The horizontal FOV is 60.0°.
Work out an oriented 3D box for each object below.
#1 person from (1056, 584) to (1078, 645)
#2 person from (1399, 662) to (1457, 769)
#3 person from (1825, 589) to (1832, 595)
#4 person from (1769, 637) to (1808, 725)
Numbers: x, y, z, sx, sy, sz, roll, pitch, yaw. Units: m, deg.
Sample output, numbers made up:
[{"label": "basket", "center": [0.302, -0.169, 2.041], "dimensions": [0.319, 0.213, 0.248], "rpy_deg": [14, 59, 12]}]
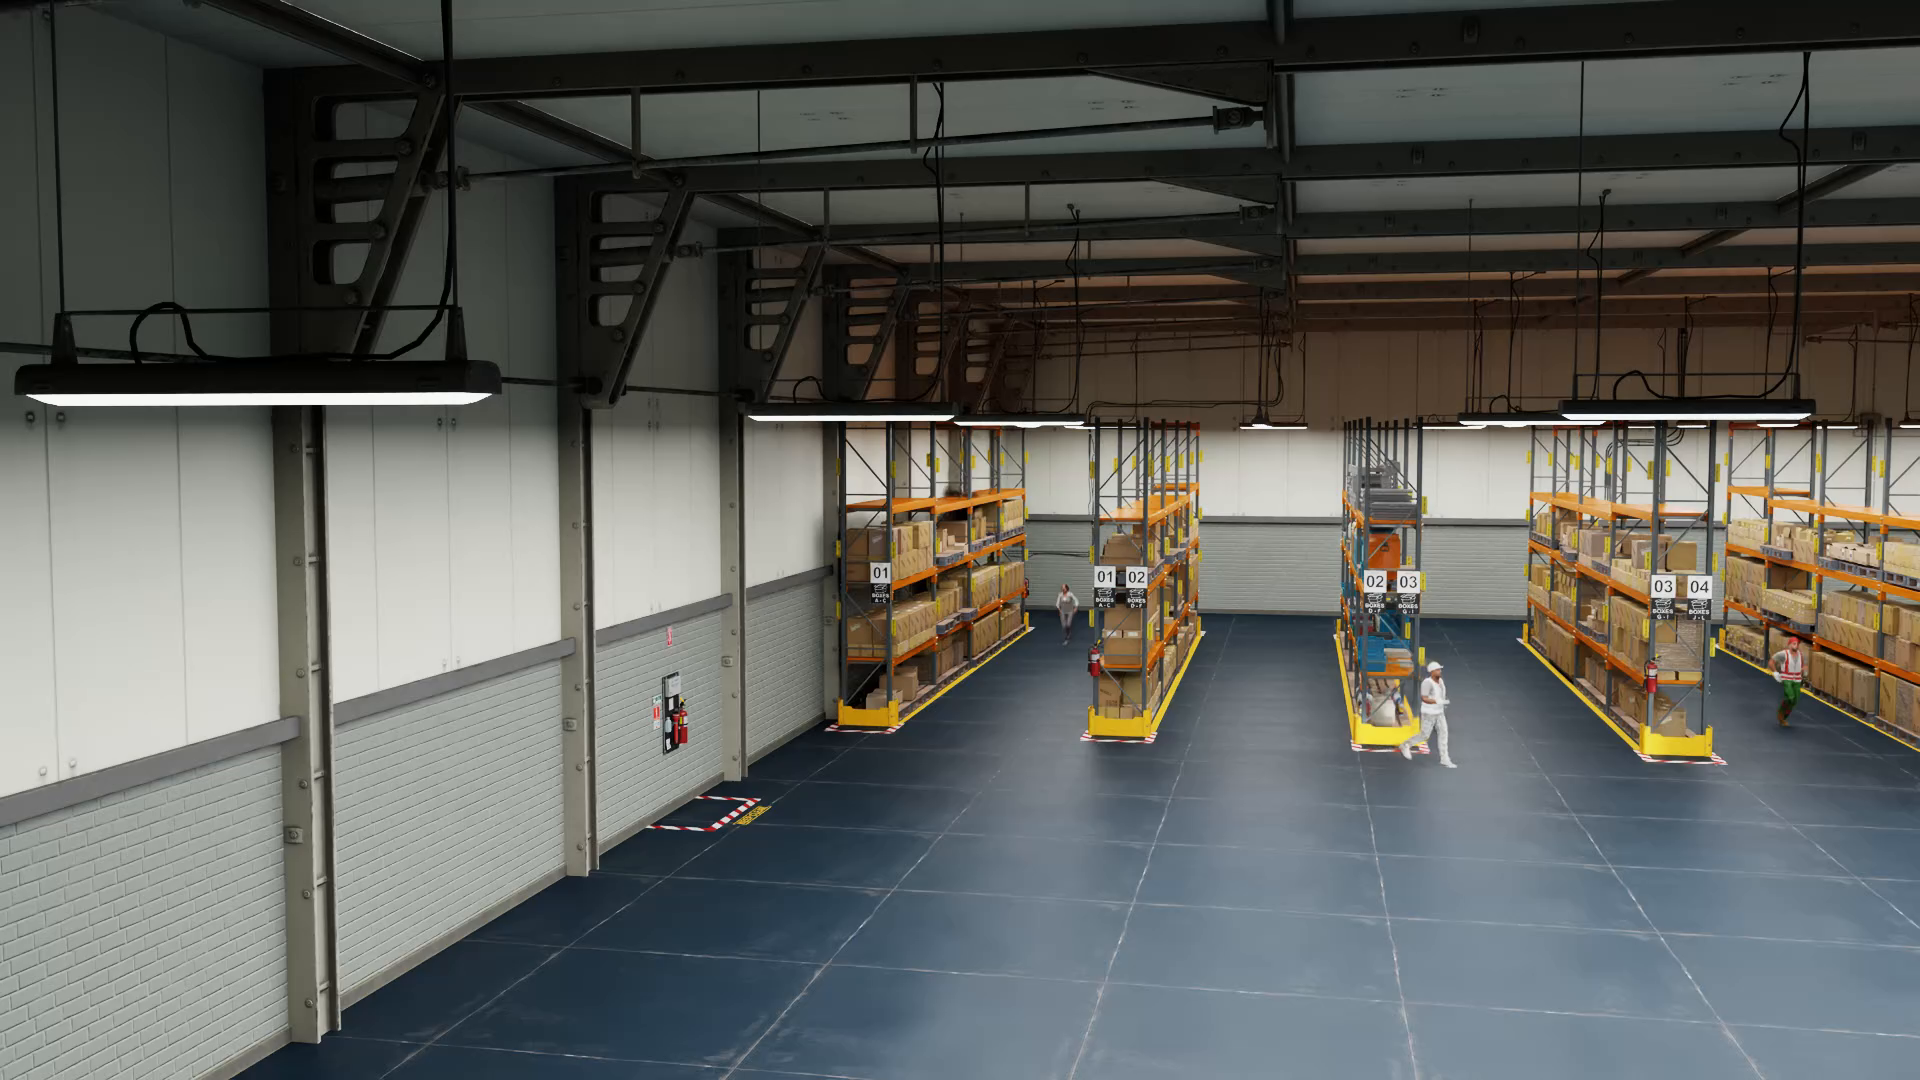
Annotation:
[{"label": "person", "center": [2.714, 1.917, 42.443], "dimensions": [0.560, 1.548, 0.555], "rpy_deg": [1, 4, 13]}, {"label": "person", "center": [8.068, 2.976, 28.531], "dimensions": [0.693, 1.790, 0.994], "rpy_deg": [-4, 5, -44]}, {"label": "person", "center": [21.926, 2.125, 41.892], "dimensions": [0.664, 1.791, 0.883], "rpy_deg": [0, 4, 2]}, {"label": "person", "center": [16.155, 2.746, 32.293], "dimensions": [0.657, 1.736, 0.622], "rpy_deg": [0, 4, -3]}]
